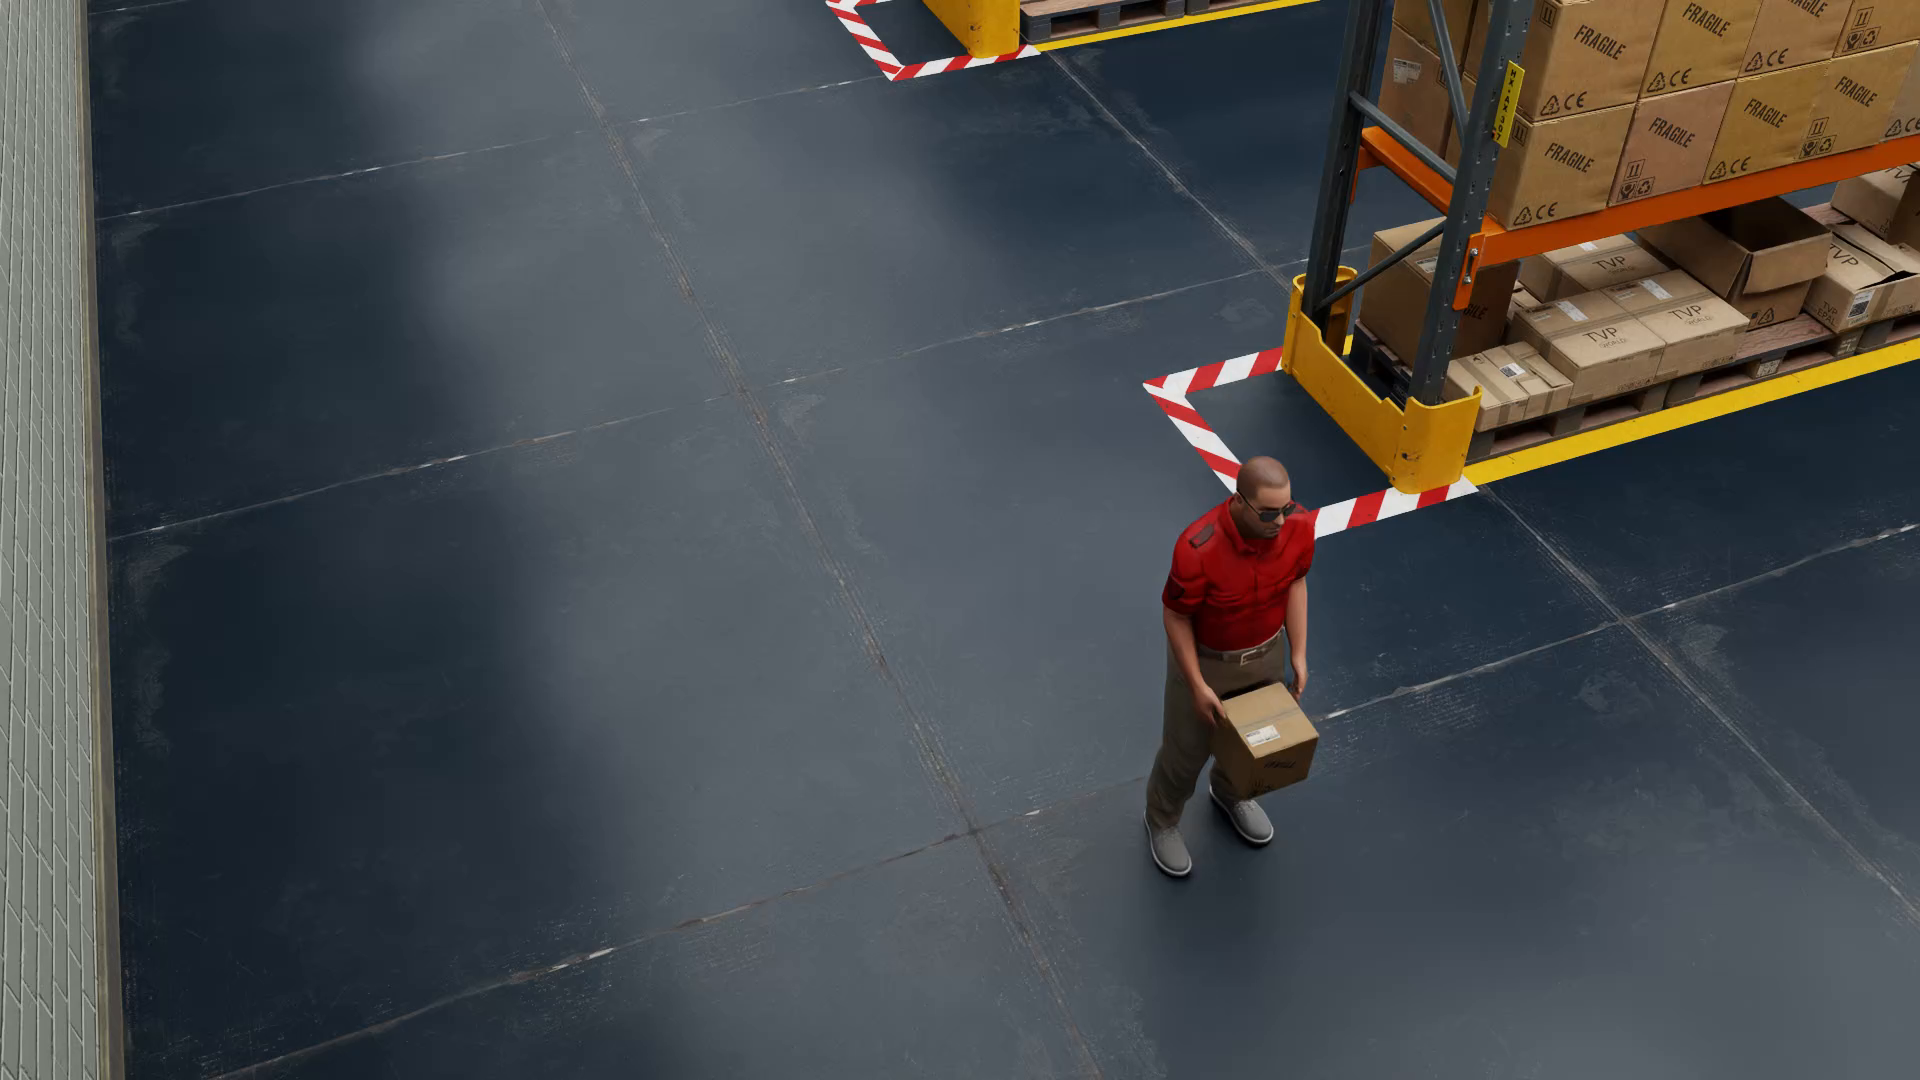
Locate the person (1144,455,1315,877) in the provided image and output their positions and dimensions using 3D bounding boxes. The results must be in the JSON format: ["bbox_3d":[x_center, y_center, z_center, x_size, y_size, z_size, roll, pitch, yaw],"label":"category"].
[{"bbox_3d":[0.933,0.416,5.694,0.547,1.733,0.405,-16,44,-17],"label":"person"}]
